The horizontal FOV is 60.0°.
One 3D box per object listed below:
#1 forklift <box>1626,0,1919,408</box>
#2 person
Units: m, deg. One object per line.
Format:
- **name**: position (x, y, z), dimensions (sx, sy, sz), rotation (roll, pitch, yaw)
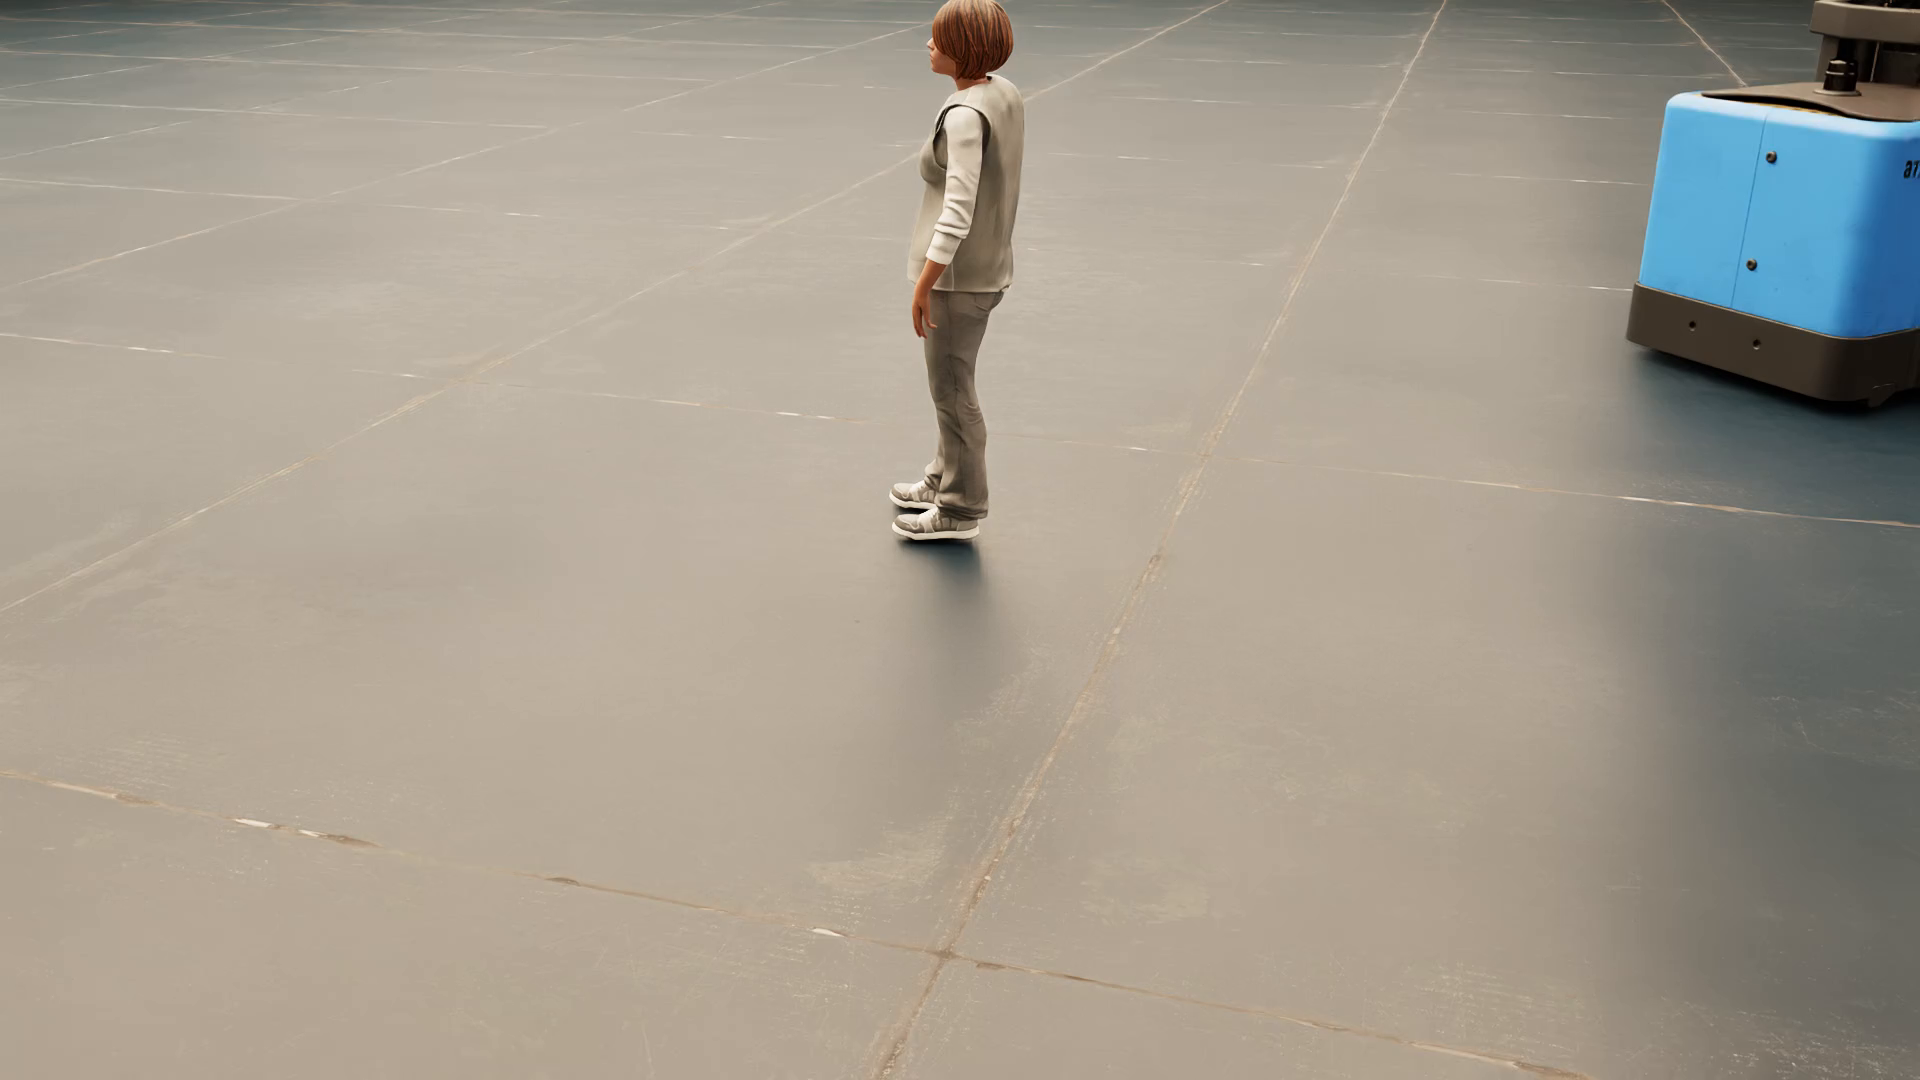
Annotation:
- **forklift**: position (4.343, -2.231, 6.683), dimensions (3.031, 2.935, 1.130), rotation (-11, 25, -25)
- **person**: position (-0.066, -0.759, 4.846), dimensions (0.475, 1.597, 0.520), rotation (7, 23, 16)
